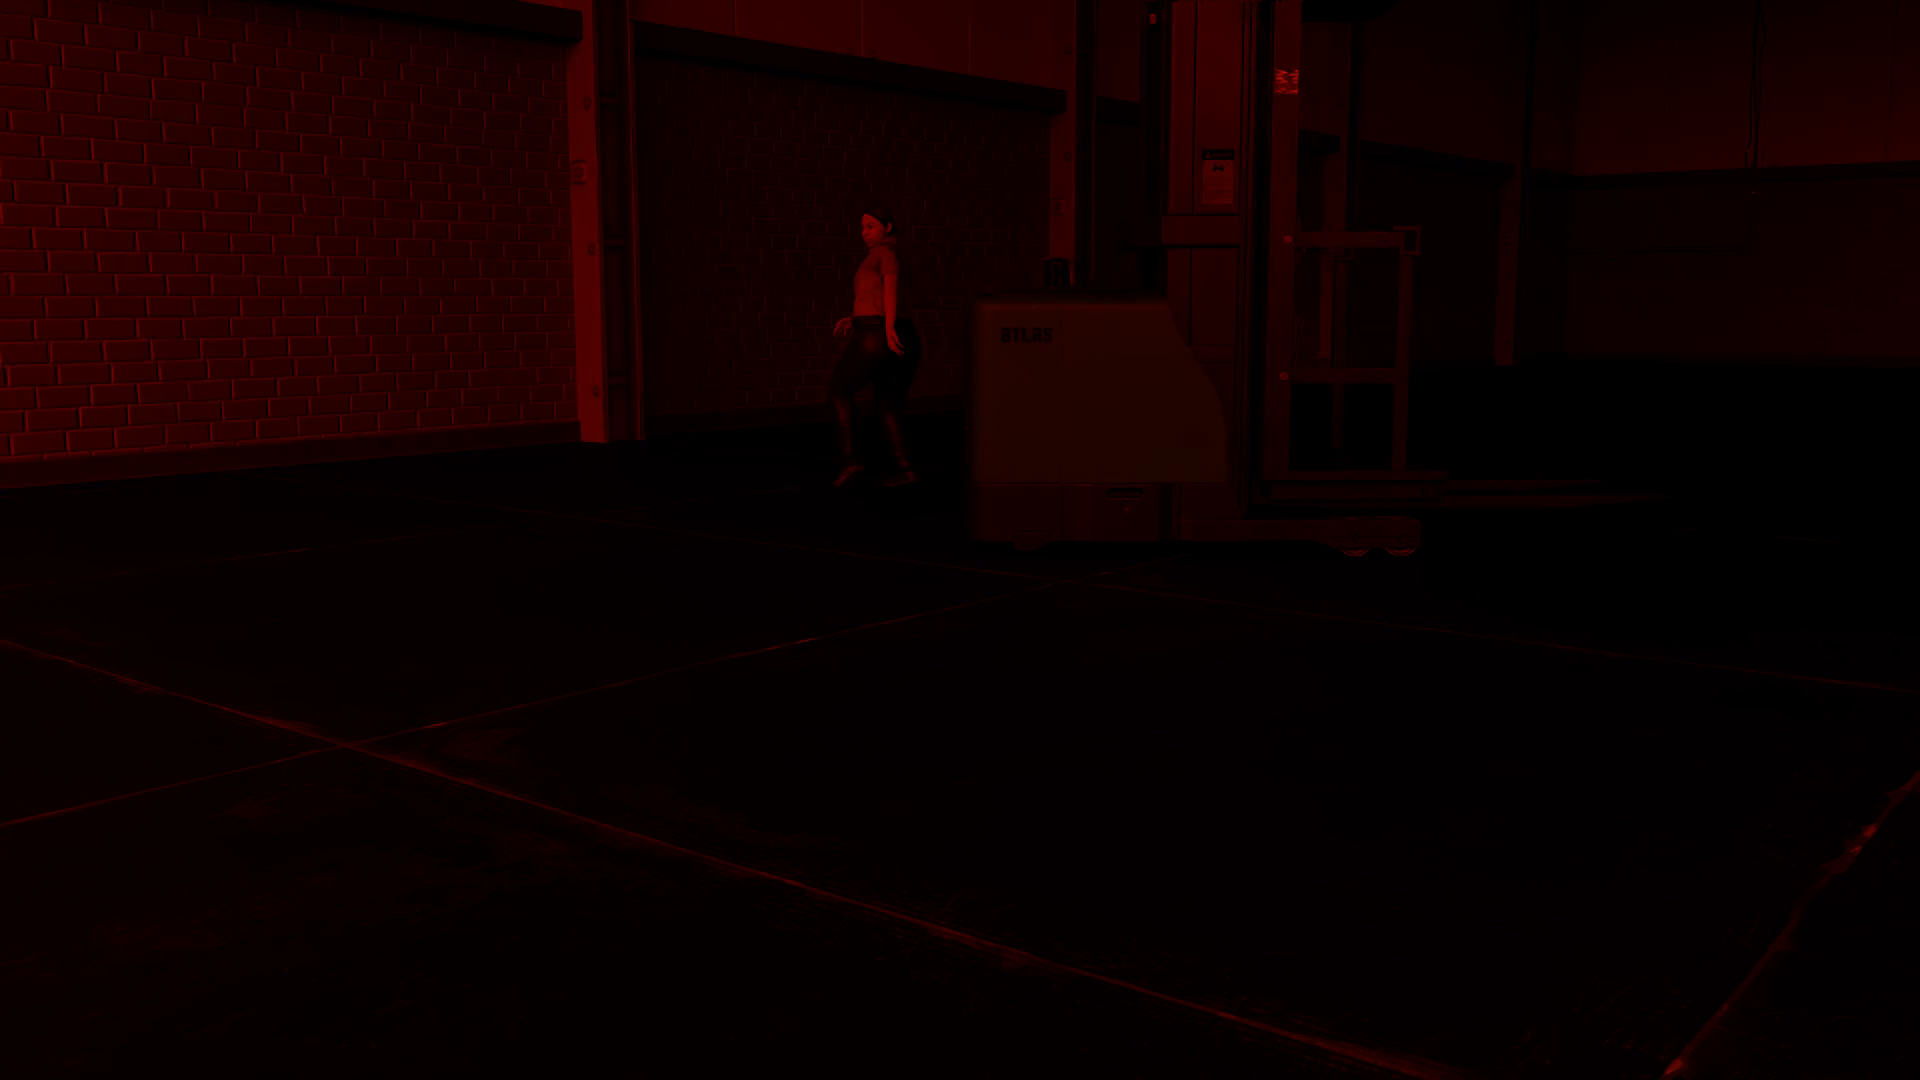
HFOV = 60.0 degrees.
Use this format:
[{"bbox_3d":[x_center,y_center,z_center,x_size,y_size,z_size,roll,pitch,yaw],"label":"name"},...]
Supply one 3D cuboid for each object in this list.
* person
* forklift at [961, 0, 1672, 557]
[{"bbox_3d":[-0.427,-1.056,9.376,0.736,1.651,0.569,7,11,40],"label":"person"},{"bbox_3d":[1.536,-1.456,7.235,3.031,2.935,1.130,0,8,-2],"label":"forklift"}]
